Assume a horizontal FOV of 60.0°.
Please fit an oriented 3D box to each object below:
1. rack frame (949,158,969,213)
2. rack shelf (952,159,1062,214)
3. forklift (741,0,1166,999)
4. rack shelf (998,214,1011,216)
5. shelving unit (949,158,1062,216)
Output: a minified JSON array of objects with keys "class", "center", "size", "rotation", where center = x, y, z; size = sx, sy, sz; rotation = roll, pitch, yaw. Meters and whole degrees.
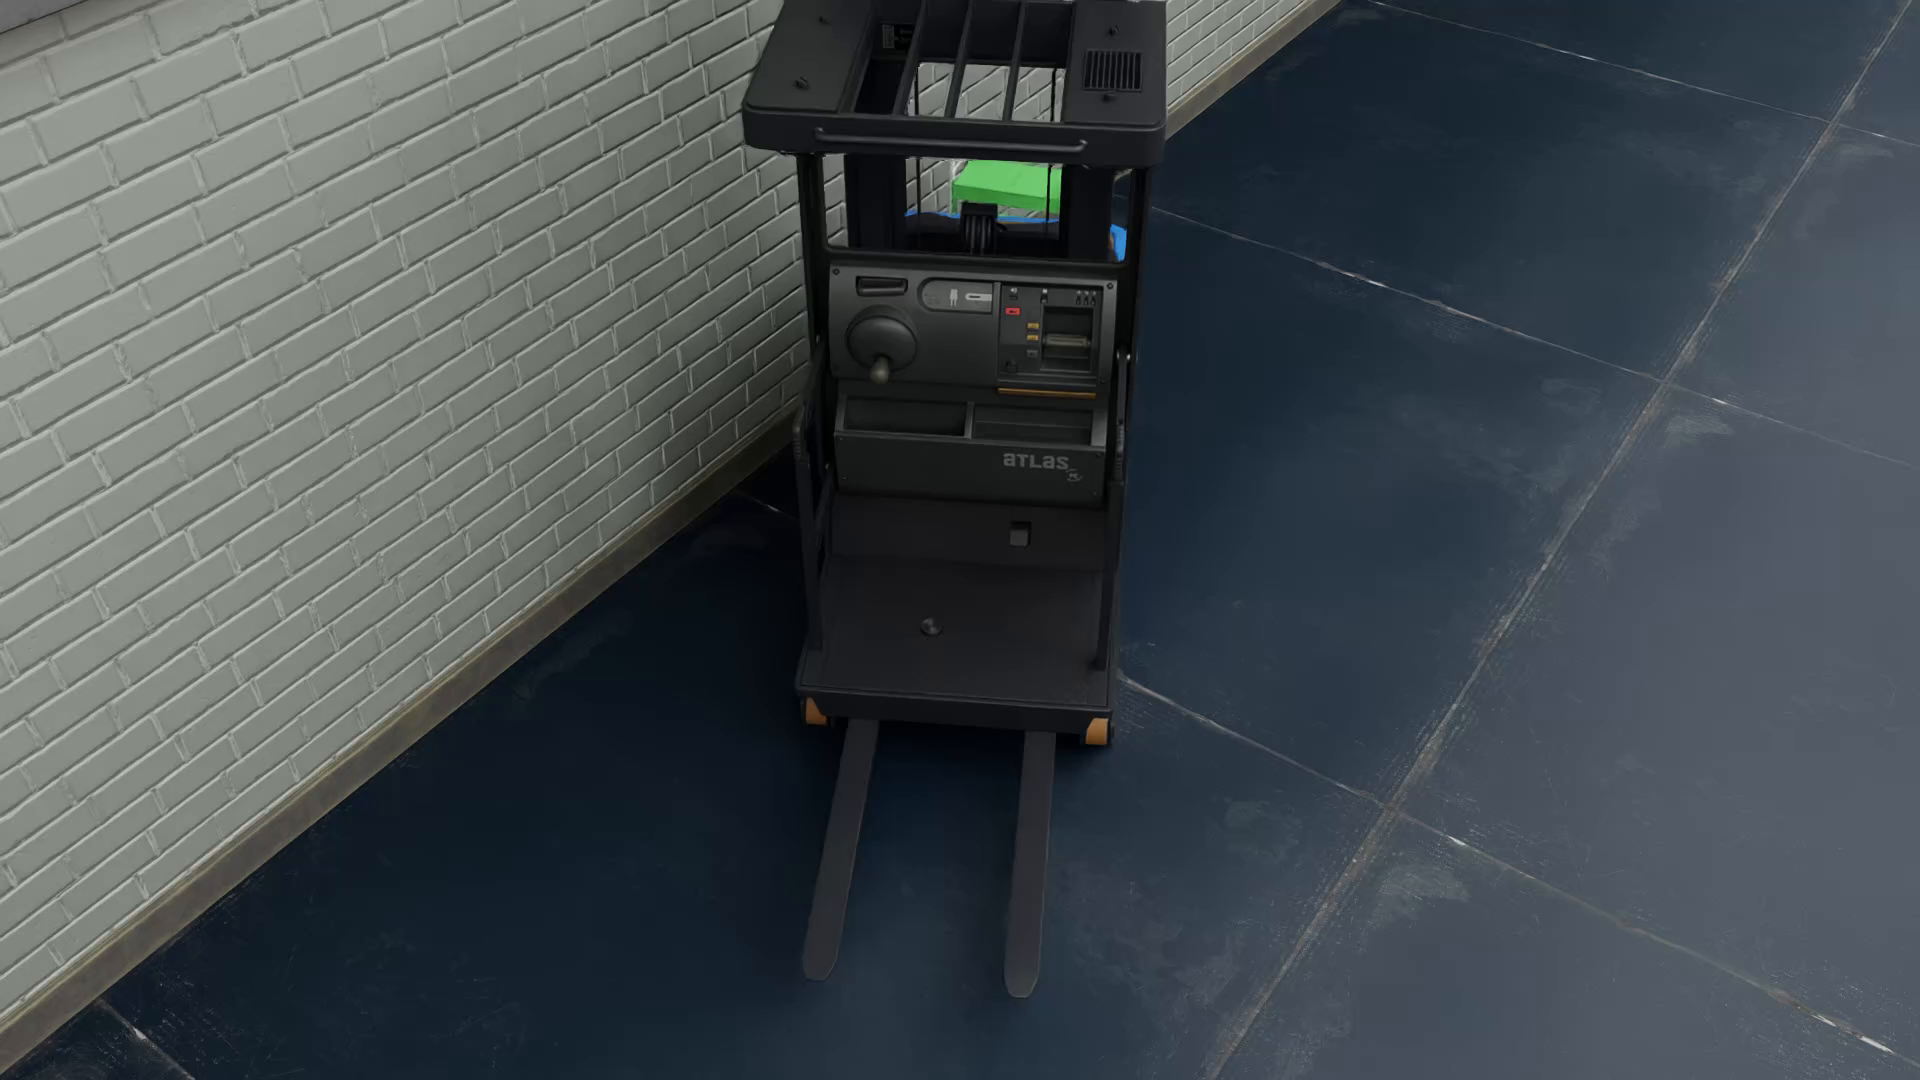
[{"class":"rack frame","center":[-0.007,-1.149,7.126],"size":[0.015,1.200,0.240],"rotation":[11,41,12]},{"class":"rack shelf","center":[0.232,-1.423,6.809],"size":[0.480,0.148,0.258],"rotation":[11,41,12]},{"class":"forklift","center":[0.019,-0.601,5.224],"size":[1.130,2.935,3.031],"rotation":[4,42,4]},{"class":"rack shelf","center":[0.229,-1.238,6.962],"size":[0.480,0.148,0.258],"rotation":[11,41,12]},{"class":"shelving unit","center":[0.227,-1.103,7.075],"size":[0.503,1.200,0.258],"rotation":[11,41,12]}]
